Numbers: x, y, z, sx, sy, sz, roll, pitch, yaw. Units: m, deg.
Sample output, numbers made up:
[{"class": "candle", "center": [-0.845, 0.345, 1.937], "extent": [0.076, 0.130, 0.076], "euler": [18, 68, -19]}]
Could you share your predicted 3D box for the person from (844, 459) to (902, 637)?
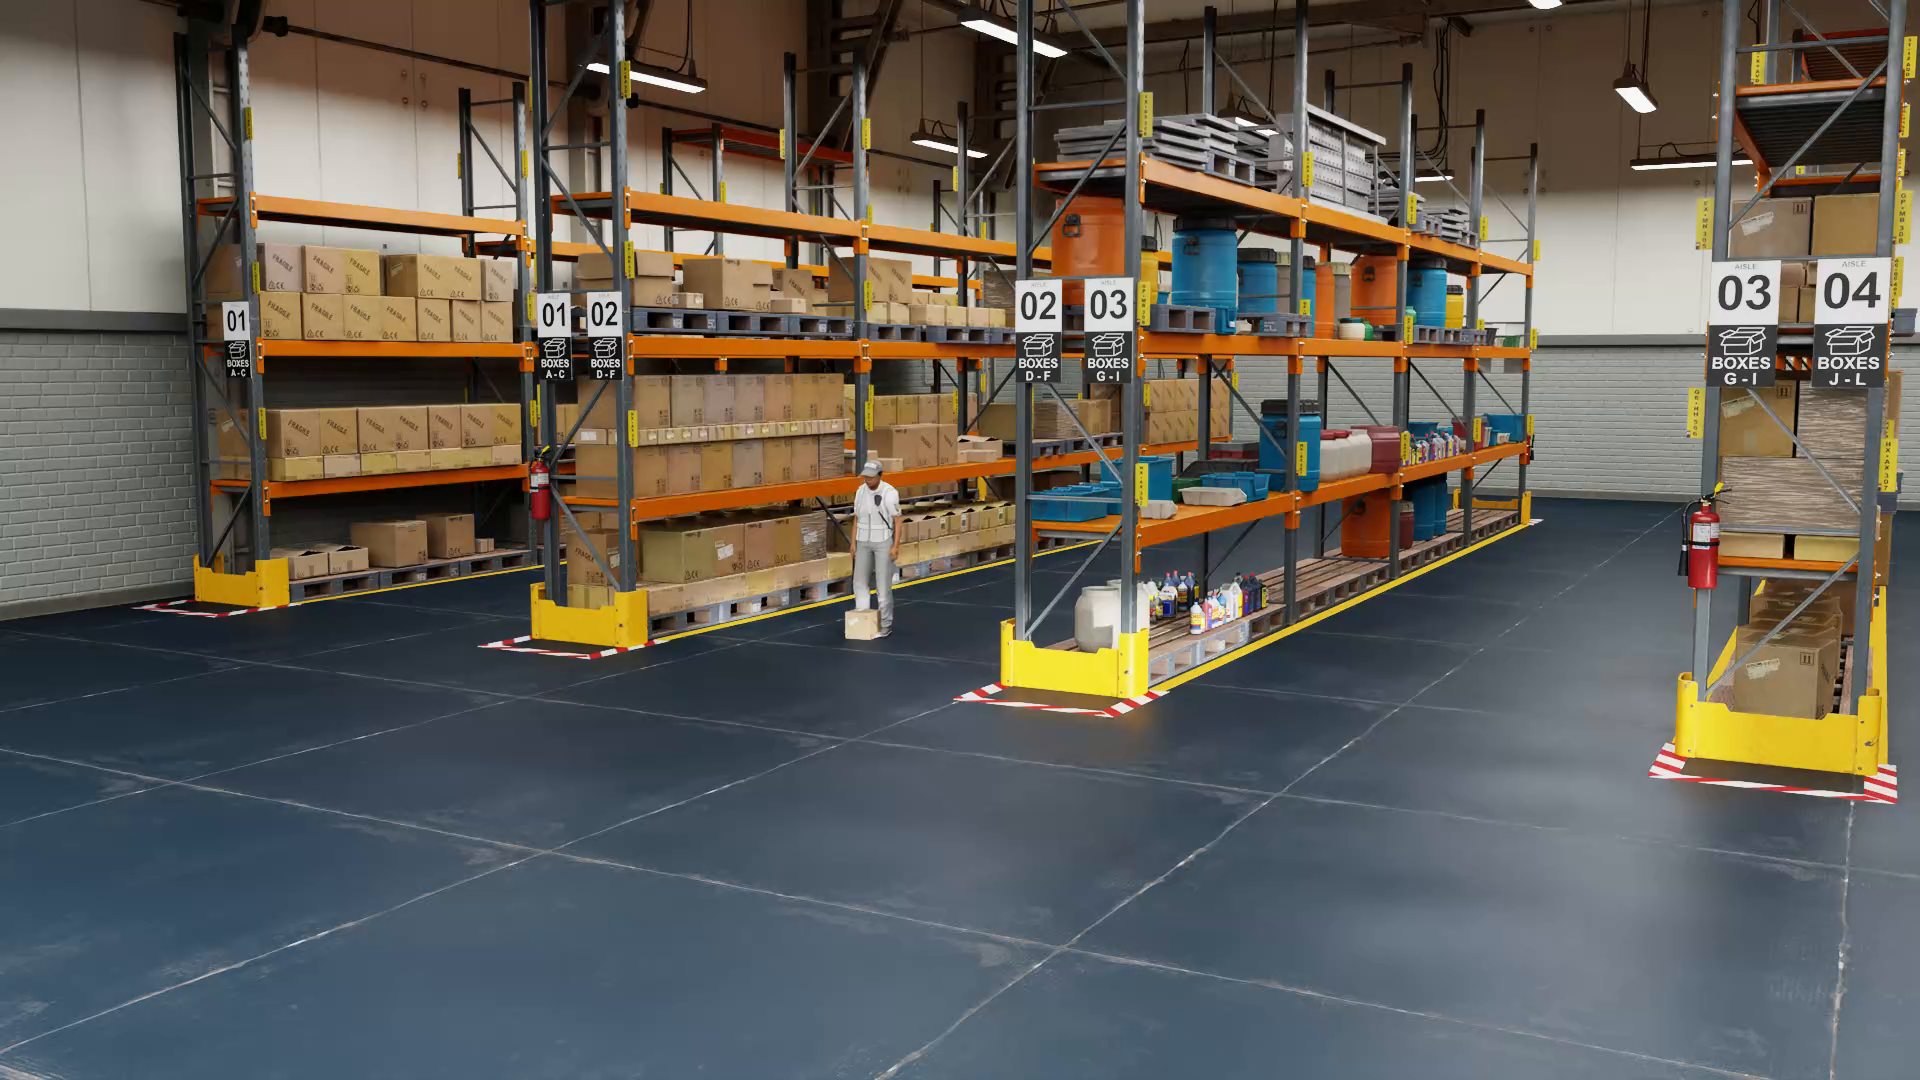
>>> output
[{"class": "person", "center": [-0.808, 0.065, 15.720], "extent": [0.541, 1.666, 0.468], "euler": [3, 7, 28]}]
